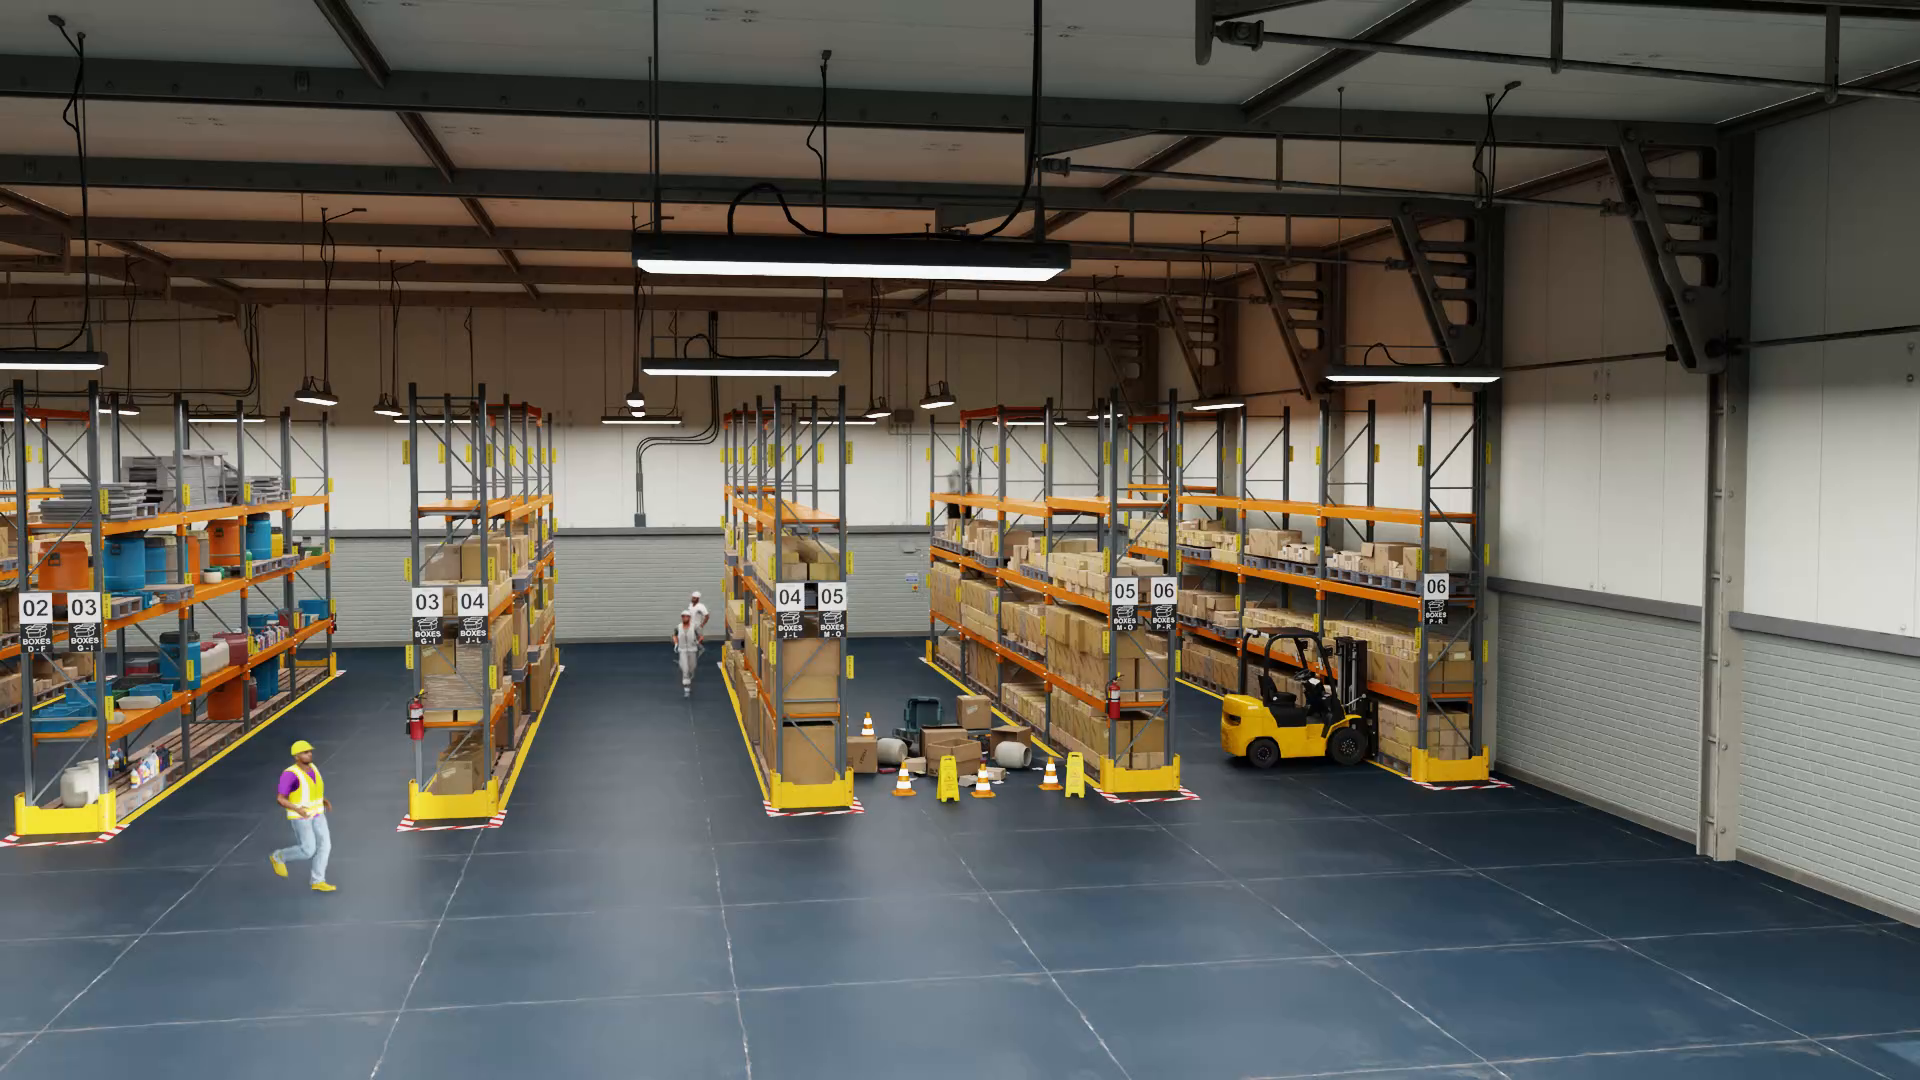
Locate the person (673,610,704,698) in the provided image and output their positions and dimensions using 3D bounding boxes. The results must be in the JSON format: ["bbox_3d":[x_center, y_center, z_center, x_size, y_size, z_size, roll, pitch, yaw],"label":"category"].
[{"bbox_3d":[-5.669,2.358,34.695,0.643,1.788,0.881,0,3,-8],"label":"person"}]

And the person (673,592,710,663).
[{"bbox_3d":[-6.425,2.101,40.144,0.915,1.724,0.765,-2,4,-39],"label":"person"}]

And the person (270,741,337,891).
[{"bbox_3d":[-7.555,3.172,19.183,0.815,1.727,0.712,1,3,19],"label":"person"}]
